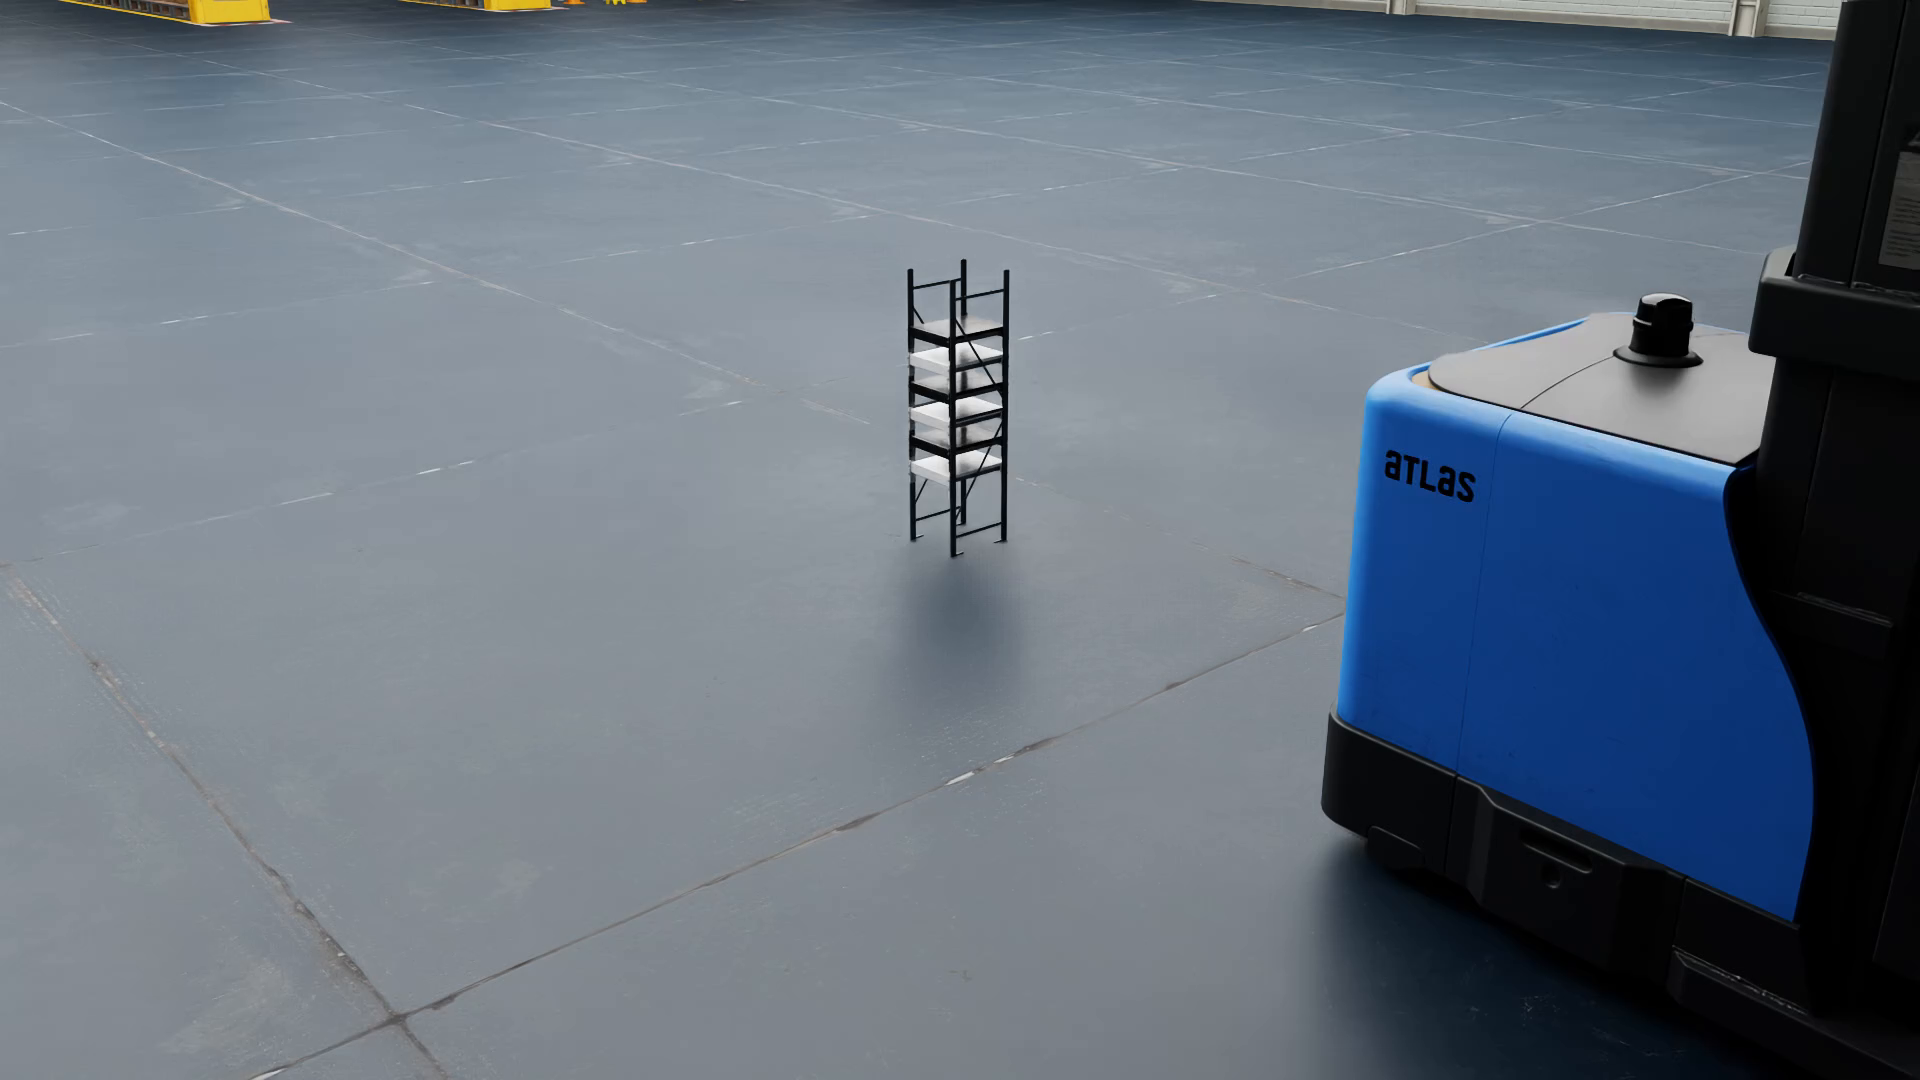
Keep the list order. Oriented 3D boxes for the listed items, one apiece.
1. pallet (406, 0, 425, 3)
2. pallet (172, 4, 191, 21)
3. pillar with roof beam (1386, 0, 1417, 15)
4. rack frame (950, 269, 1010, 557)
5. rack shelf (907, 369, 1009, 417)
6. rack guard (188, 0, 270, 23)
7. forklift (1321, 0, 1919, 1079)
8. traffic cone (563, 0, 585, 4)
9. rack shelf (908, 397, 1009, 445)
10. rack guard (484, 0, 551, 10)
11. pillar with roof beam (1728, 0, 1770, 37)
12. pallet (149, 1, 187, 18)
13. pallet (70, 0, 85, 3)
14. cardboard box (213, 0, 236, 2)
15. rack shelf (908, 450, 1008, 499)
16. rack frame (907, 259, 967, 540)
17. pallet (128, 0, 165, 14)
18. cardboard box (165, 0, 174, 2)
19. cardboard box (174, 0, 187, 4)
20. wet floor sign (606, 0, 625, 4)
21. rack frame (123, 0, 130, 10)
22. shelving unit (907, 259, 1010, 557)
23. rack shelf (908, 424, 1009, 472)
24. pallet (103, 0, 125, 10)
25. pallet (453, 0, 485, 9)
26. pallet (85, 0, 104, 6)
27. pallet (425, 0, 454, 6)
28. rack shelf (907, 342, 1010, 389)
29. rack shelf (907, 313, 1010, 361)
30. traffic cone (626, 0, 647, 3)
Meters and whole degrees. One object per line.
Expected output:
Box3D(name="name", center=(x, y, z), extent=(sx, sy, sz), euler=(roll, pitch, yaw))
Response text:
Box3D(name="pallet", center=(-10.116, -10.516, 32.045), extent=(1.003, 0.211, 1.213), euler=(-17, 27, -37))
Box3D(name="pallet", center=(-12.319, -8.741, 27.512), extent=(1.003, 0.211, 1.213), euler=(-17, 27, -37))
Box3D(name="pillar with roof beam", center=(4.299, -12.187, 24.261), extent=(9.100, 9.000, 0.400), euler=(-17, 27, -37))
Box3D(name="rack frame", center=(0.061, -0.393, 5.254), extent=(0.240, 0.900, 0.006), euler=(-17, 27, -37))
Box3D(name="rack shelf", center=(-0.005, -0.474, 5.305), extent=(0.258, 0.077, 0.200), euler=(-17, 27, -37))
Box3D(name="rack guard", center=(-11.816, -8.643, 26.865), extent=(1.175, 0.500, 0.348), euler=(-17, 27, -37))
Box3D(name="forklift", center=(2.144, -0.396, 2.476), extent=(1.130, 2.935, 3.031), euler=(-17, 27, -37))
Box3D(name="traffic cone", center=(-7.213, -10.242, 30.999), extent=(0.336, 0.463, 0.334), euler=(-17, 27, -37))
Box3D(name="rack shelf", center=(-0.005, -0.390, 5.338), extent=(0.258, 0.077, 0.200), euler=(-17, 27, -37))
Box3D(name="rack guard", center=(-7.927, -9.768, 29.737), extent=(1.175, 0.500, 0.348), euler=(-17, 27, -37))
Box3D(name="pillar with roof beam", center=(8.216, -10.530, 20.029), extent=(9.100, 9.000, 0.400), euler=(-17, 27, -37))
Box3D(name="pallet", center=(-13.111, -9.078, 28.372), extent=(1.003, 0.211, 1.213), euler=(-17, 27, -37))
Box3D(name="pallet", center=(-16.479, -10.481, 31.955), extent=(1.003, 0.211, 1.213), euler=(-17, 27, -37))
Box3D(name="cardboard box", center=(-12.161, -8.994, 27.185), extent=(0.500, 0.500, 0.500), euler=(-12, 24, -28))
Box3D(name="rack shelf", center=(-0.005, -0.223, 5.403), extent=(0.258, 0.077, 0.200), euler=(-17, 27, -37))
Box3D(name="rack frame", center=(-0.072, -0.449, 5.397), extent=(0.240, 0.900, 0.006), euler=(-17, 27, -37))
Box3D(name="pallet", center=(-13.912, -9.415, 29.233), extent=(1.003, 0.211, 1.213), euler=(-17, 27, -37))
Box3D(name="cardboard box", center=(-13.302, -9.493, 28.460), extent=(0.500, 0.500, 0.500), euler=(19, 29, 40))
Box3D(name="cardboard box", center=(-12.971, -9.328, 28.039), extent=(0.500, 0.500, 0.500), euler=(-14, 26, -33))
Box3D(name="wet floor sign", center=(-6.424, -10.306, 30.911), extent=(0.232, 0.644, 0.267), euler=(17, 27, 36))
Box3D(name="rack frame", center=(-14.377, -10.891, 29.177), extent=(1.000, 3.000, 0.127), euler=(-17, 27, -37))
Box3D(name="shelving unit", center=(-0.005, -0.421, 5.326), extent=(0.258, 0.900, 0.210), euler=(-17, 27, -37))
Box3D(name="rack shelf", center=(-0.005, -0.306, 5.371), extent=(0.258, 0.077, 0.200), euler=(-17, 27, -37))
Box3D(name="pallet", center=(-14.886, -9.807, 30.234), extent=(1.003, 0.211, 1.213), euler=(-17, 27, -37))
Box3D(name="pallet", center=(-8.524, -9.842, 30.324), extent=(1.003, 0.211, 1.213), euler=(-17, 27, -37))
Box3D(name="pallet", center=(-15.687, -10.144, 31.095), extent=(1.003, 0.211, 1.213), euler=(-17, 27, -37))
Box3D(name="pallet", center=(-9.316, -10.179, 31.184), extent=(1.003, 0.211, 1.213), euler=(-17, 27, -37))
Box3D(name="rack shelf", center=(-0.005, -0.558, 5.272), extent=(0.258, 0.077, 0.200), euler=(-17, 27, -37))
Box3D(name="rack shelf", center=(-0.005, -0.642, 5.239), extent=(0.258, 0.077, 0.200), euler=(-17, 27, -37))
Box3D(name="traffic cone", center=(-6.135, -10.417, 31.446), extent=(0.336, 0.463, 0.334), euler=(-17, 27, -37))
